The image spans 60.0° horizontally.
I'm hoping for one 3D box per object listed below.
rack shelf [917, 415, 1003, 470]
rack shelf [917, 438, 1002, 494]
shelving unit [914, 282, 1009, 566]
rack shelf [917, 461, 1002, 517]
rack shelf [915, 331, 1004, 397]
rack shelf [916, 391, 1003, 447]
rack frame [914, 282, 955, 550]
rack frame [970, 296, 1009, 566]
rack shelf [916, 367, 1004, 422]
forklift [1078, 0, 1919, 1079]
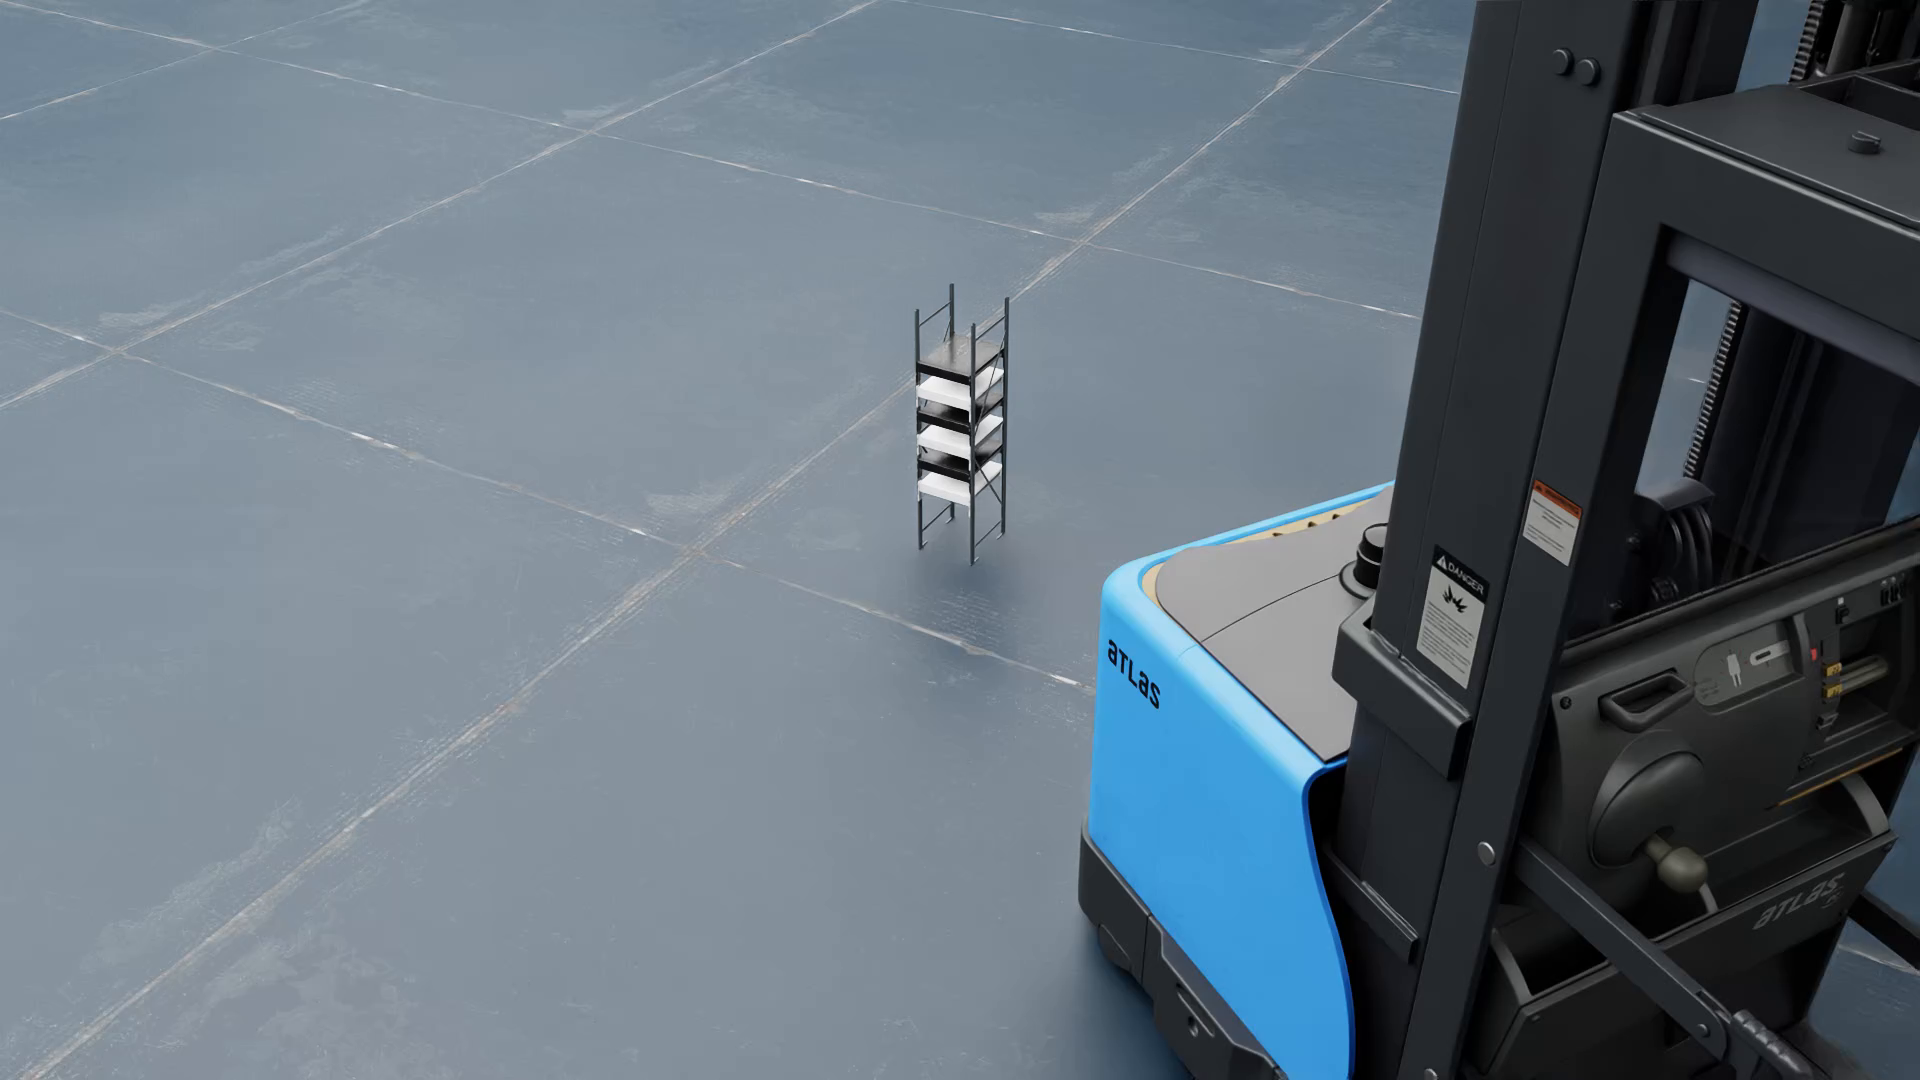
[{"bbox_3d":[0.007,-0.345,5.516,0.200,0.077,0.258,18,37,24],"label":"rack shelf"},{"bbox_3d":[0.007,-0.270,5.566,0.200,0.077,0.258,18,37,24],"label":"rack shelf"},{"bbox_3d":[0.007,-0.372,5.497,0.210,0.900,0.258,18,37,24],"label":"shelving unit"},{"bbox_3d":[0.007,-0.195,5.615,0.200,0.077,0.258,18,37,24],"label":"rack shelf"},{"bbox_3d":[0.007,-0.569,5.366,0.200,0.077,0.258,18,37,24],"label":"rack shelf"},{"bbox_3d":[0.007,-0.419,5.466,0.200,0.077,0.258,18,37,24],"label":"rack shelf"},{"bbox_3d":[-0.081,-0.400,5.539,0.006,0.900,0.240,18,37,24],"label":"rack frame"},{"bbox_3d":[0.095,-0.344,5.455,0.006,0.900,0.240,18,37,24],"label":"rack frame"},{"bbox_3d":[0.007,-0.494,5.416,0.200,0.077,0.258,18,37,24],"label":"rack shelf"},{"bbox_3d":[1.426,0.340,2.595,1.130,2.935,3.031,-16,37,-23],"label":"forklift"}]
